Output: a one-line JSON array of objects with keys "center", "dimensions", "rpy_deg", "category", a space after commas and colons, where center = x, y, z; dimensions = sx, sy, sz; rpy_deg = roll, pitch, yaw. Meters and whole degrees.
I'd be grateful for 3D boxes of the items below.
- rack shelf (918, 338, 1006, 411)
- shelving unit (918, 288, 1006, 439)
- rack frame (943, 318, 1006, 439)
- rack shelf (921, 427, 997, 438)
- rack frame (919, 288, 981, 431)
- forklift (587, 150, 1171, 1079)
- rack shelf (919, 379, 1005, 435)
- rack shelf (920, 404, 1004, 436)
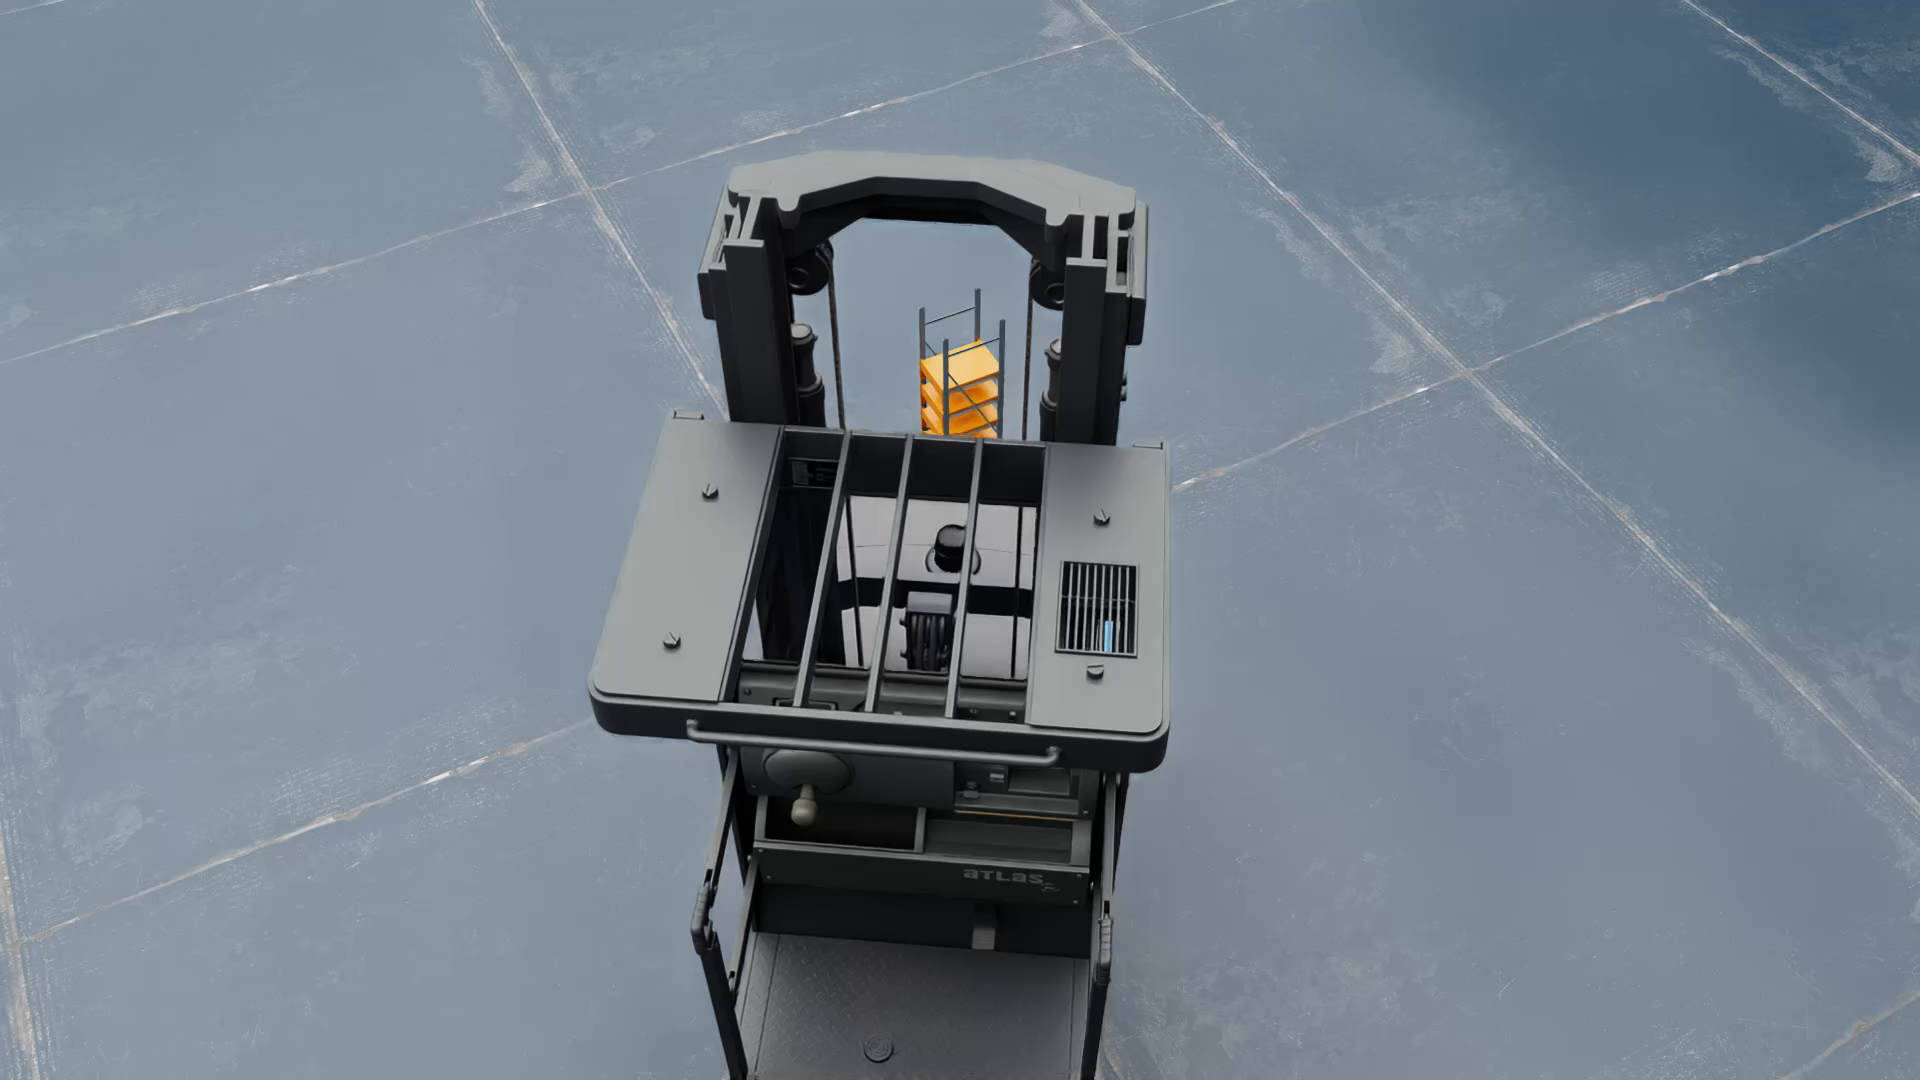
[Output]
[{"center": [0.007, -0.593, 5.945], "dimensions": [0.258, 0.103, 0.180], "rpy_deg": [-21, 52, -18], "category": "rack shelf"}, {"center": [0.007, -0.385, 6.183], "dimensions": [0.258, 1.200, 0.189], "rpy_deg": [-21, 52, -18], "category": "shelving unit"}, {"center": [0.049, -0.324, 6.129], "dimensions": [0.240, 1.200, 0.006], "rpy_deg": [-21, 52, -18], "category": "rack frame"}, {"center": [0.007, -0.356, 6.216], "dimensions": [0.258, 0.103, 0.180], "rpy_deg": [-21, 52, -18], "category": "rack shelf"}, {"center": [-0.035, -0.447, 6.236], "dimensions": [0.240, 1.200, 0.006], "rpy_deg": [-21, 52, -18], "category": "rack frame"}, {"center": [-0.119, 0.662, 4.117], "dimensions": [1.130, 2.935, 3.031], "rpy_deg": [4, 49, 3], "category": "forklift"}, {"center": [0.007, -0.514, 6.035], "dimensions": [0.258, 0.103, 0.180], "rpy_deg": [-21, 52, -18], "category": "rack shelf"}, {"center": [0.007, -0.435, 6.126], "dimensions": [0.258, 0.103, 0.180], "rpy_deg": [-21, 52, -18], "category": "rack shelf"}]
